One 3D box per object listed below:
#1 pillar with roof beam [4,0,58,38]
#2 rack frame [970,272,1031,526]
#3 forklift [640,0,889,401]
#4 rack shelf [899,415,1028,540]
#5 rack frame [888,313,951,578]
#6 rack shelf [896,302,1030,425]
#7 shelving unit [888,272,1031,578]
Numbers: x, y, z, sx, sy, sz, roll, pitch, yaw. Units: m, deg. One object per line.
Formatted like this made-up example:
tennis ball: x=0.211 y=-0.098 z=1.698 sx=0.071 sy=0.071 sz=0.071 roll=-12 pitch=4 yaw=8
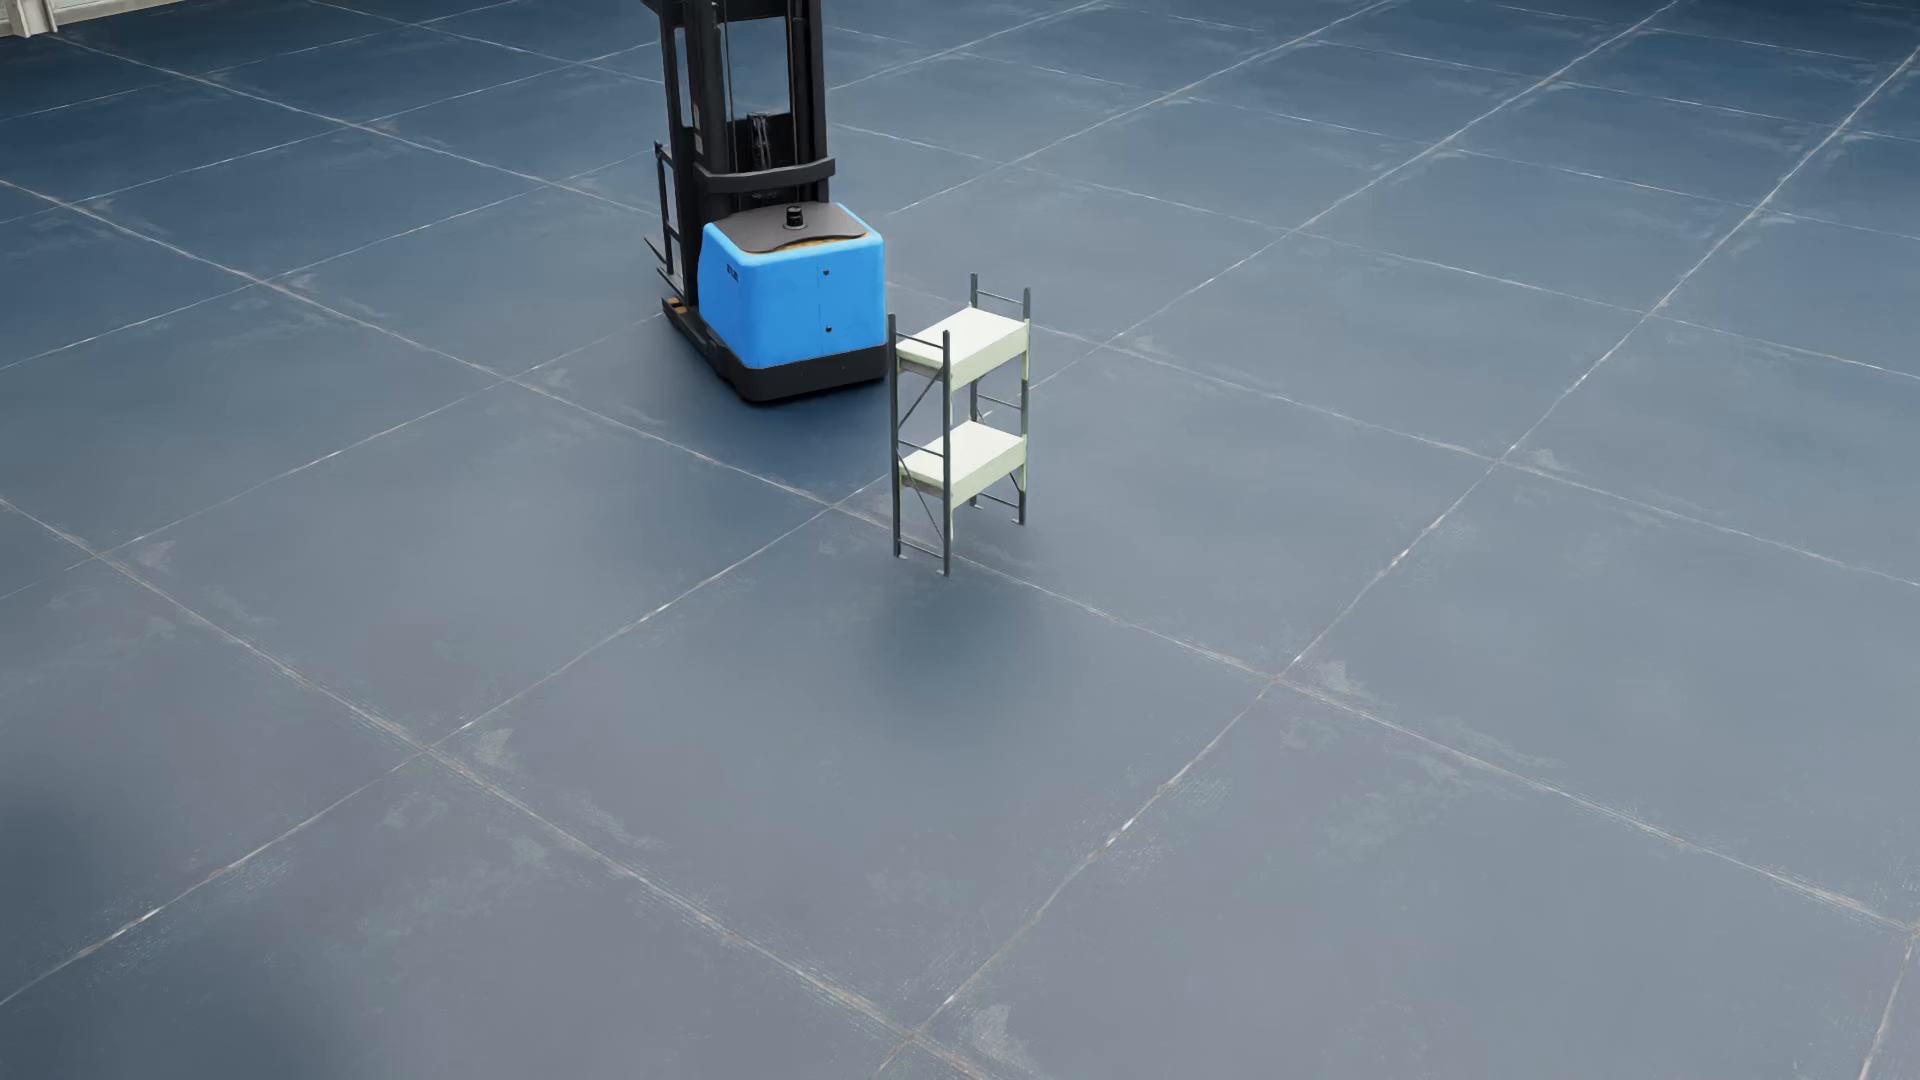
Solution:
pillar with roof beam: x=-7.742 y=-8.681 z=15.572 sx=9.100 sy=9.000 sz=0.400 roll=21 pitch=37 yaw=31
rack frame: x=0.225 y=-0.797 z=9.623 sx=0.400 sy=1.500 sz=0.023 roll=21 pitch=37 yaw=31
forklift: x=-1.595 y=-2.924 z=11.809 sx=1.130 sy=2.935 sz=3.031 roll=-14 pitch=33 yaw=-22
rack shelf: x=0.004 y=-0.367 z=9.538 sx=0.431 sy=0.370 sz=0.720 roll=21 pitch=37 yaw=31
rack frame: x=-0.217 y=-0.499 z=9.121 sx=0.400 sy=1.500 sz=0.023 roll=21 pitch=37 yaw=31
rack shelf: x=0.004 y=-0.984 z=9.173 sx=0.431 sy=0.370 sz=0.720 roll=21 pitch=37 yaw=31
shelving unit: x=0.004 y=-0.648 z=9.372 sx=0.431 sy=1.500 sz=0.755 roll=21 pitch=37 yaw=31
